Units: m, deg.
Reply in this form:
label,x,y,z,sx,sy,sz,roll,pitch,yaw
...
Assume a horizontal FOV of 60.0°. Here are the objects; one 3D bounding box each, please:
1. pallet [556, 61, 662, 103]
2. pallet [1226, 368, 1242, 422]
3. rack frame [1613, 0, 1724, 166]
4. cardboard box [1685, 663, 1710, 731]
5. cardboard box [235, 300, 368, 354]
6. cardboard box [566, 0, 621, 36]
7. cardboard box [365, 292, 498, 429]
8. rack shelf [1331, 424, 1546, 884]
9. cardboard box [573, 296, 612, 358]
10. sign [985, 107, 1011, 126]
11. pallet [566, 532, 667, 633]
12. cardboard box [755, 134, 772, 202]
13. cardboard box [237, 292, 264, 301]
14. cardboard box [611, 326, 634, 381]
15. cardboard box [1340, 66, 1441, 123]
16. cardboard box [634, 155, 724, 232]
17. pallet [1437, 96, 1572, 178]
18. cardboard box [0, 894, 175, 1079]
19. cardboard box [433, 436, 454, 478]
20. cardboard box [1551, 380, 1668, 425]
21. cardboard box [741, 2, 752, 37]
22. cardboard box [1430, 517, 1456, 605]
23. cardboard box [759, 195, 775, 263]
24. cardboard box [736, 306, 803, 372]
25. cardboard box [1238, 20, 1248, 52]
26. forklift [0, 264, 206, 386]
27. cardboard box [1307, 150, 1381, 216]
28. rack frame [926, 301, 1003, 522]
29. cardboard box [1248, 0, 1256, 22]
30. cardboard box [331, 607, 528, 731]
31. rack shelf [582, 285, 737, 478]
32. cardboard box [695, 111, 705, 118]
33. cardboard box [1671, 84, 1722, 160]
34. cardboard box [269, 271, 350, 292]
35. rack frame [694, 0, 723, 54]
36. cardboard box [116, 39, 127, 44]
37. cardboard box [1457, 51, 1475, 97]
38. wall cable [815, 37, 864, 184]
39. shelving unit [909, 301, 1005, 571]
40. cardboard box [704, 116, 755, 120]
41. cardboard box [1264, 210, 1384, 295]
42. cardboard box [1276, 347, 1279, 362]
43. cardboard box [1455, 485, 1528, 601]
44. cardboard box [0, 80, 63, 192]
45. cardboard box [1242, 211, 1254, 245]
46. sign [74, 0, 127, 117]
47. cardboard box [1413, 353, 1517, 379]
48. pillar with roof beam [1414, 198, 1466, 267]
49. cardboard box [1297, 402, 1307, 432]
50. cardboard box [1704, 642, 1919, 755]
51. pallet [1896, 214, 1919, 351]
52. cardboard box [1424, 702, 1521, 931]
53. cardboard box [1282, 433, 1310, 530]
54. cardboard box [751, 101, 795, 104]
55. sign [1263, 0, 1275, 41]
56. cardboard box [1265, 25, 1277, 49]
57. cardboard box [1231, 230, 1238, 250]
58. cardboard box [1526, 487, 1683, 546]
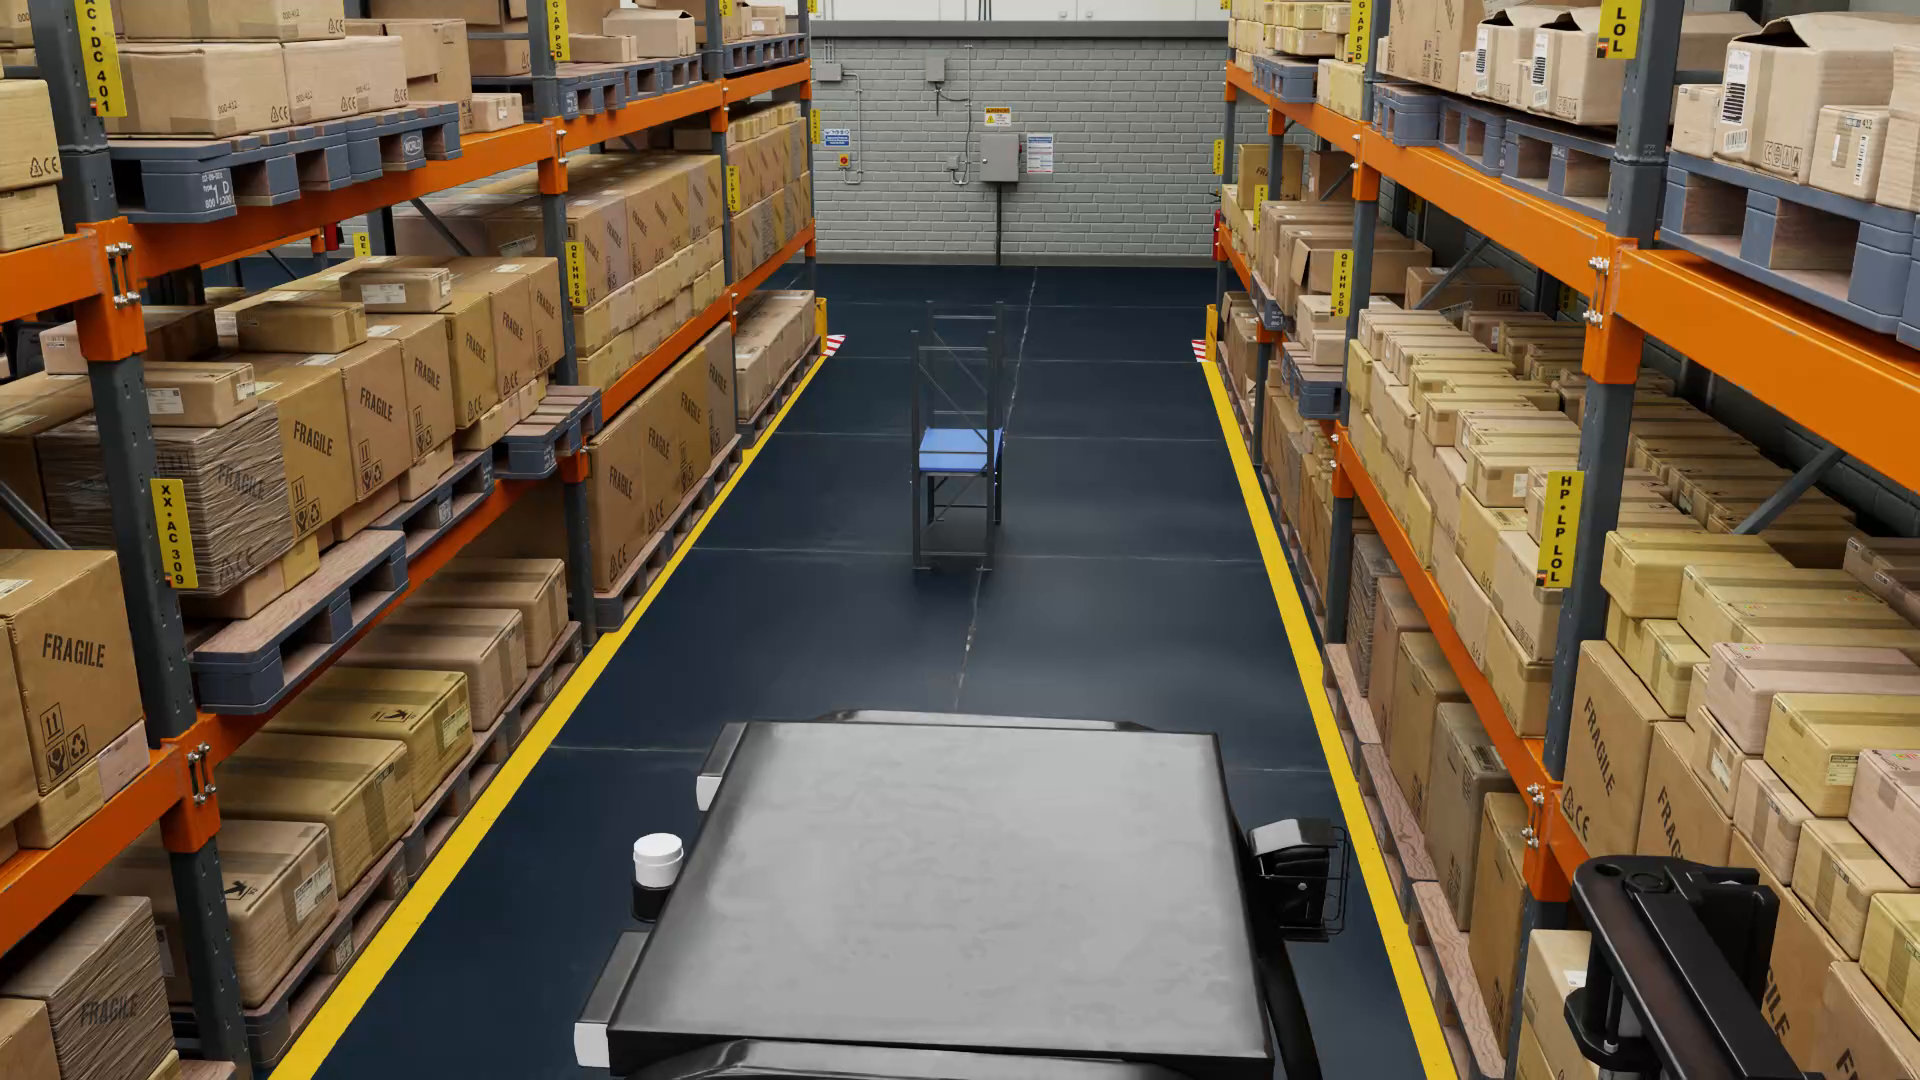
label,x,y,z,sx,sy,sz,roll,pitch,yaw
pallet,-2.441,-2.742,9.960,1.003,0.211,1.213,2,18,6
pallet,2.862,-1.259,14.425,1.003,0.211,1.213,1,18,4
rack frame,2.153,-2.357,3.664,1.000,3.000,0.127,1,18,4
cardboard box,1.860,0.393,3.703,0.380,0.149,0.250,1,18,4
cardboard box,-2.436,-0.790,6.163,0.380,0.149,0.250,2,18,7
cardboard box,-2.577,-3.505,11.152,0.500,0.500,0.500,1,18,3
cardboard box,-2.328,-0.781,7.178,0.500,0.500,0.500,0,18,0
rack shelf,2.296,0.215,6.606,1.077,0.370,4.000,1,18,4
cardboard box,-2.229,-1.176,9.133,0.500,0.250,0.500,1,18,4
sign,0.488,-5.460,21.443,0.339,0.242,0.001,1,18,4
pallet,-2.380,0.224,9.900,1.003,0.211,1.213,1,18,4
cardboard box,-1.858,-3.081,13.742,0.500,0.500,0.500,2,18,5
cardboard box,-6.743,-2.302,16.081,0.380,0.149,0.250,2,18,5
cardboard box,-2.206,-1.093,9.682,0.500,0.250,0.500,1,18,2
cardboard box,2.234,-2.267,8.449,0.500,0.250,0.500,1,18,2
cardboard box,-2.006,-2.478,11.903,0.500,0.500,0.500,2,18,6
pallet,2.403,-1.524,6.242,1.003,0.211,1.213,2,18,6
cardboard box,-2.573,1.325,4.599,0.500,0.500,0.500,1,18,3
cardboard box,-2.332,-0.348,6.897,0.380,0.149,0.250,1,18,2
cardboard box,2.528,-0.521,6.494,0.380,0.149,0.250,2,18,5
cardboard box,-2.095,-4.509,14.357,0.500,0.311,0.500,2,18,5
cardboard box,2.025,0.093,6.062,0.500,0.250,0.500,1,18,4
cardboard box,-1.848,-2.598,13.874,0.500,0.500,0.500,1,18,4
cardboard box,-1.943,-1.833,15.140,0.875,0.438,0.875,2,18,5
cardboard box,2.644,-4.280,14.113,0.500,0.250,0.500,1,18,2
forklift,-4.936,-1.000,9.268,1.130,2.935,3.031,2,18,5
cardboard box,3.099,-2.874,13.434,0.500,0.500,0.500,1,18,2
rack frame,0.030,-0.844,11.090,0.500,1.500,0.032,1,18,4
cardboard box,2.627,-4.361,13.559,0.500,0.250,0.500,2,18,5
cardboard box,-2.607,0.596,7.833,0.950,0.372,0.625,1,18,3
rack shelf,-2.368,-1.137,10.732,1.077,0.370,4.000,1,18,4
cardboard box,-2.393,-3.589,14.250,0.380,0.149,0.250,1,18,3
cardboard box,1.818,-0.926,3.684,0.380,0.149,0.250,2,18,5
cardboard box,-2.805,-0.950,7.691,0.500,0.500,0.500,2,18,7
rack frame,-2.225,-4.951,11.581,1.000,3.000,0.127,1,18,4
cardboard box,-2.859,-1.511,5.466,0.500,0.250,0.500,2,18,5
cardboard box,1.984,-1.647,5.883,0.380,0.149,0.250,1,18,3
wall cable,-1.557,-5.592,21.490,0.585,1.953,0.123,1,18,4
shelving unit,-0.006,-0.686,10.609,0.538,1.500,1.048,1,18,4
cardboard box,-1.902,-3.421,13.739,0.380,0.149,0.250,1,18,4
cardboard box,2.432,-1.932,11.166,0.700,0.500,0.500,1,18,5
cardboard box,2.496,-1.345,12.031,0.380,0.149,0.250,1,18,3
cardboard box,1.963,0.010,5.514,0.500,0.250,0.500,1,18,2
cardboard box,-2.561,-0.967,4.004,0.500,0.250,0.500,1,18,3
cardboard box,2.590,-2.535,13.605,0.500,0.250,0.500,1,18,4
sign,-2.256,-1.277,4.355,0.100,0.325,0.005,1,18,4
cardboard box,2.118,-0.688,7.003,0.380,0.149,0.250,1,18,5
pillar with roof beam,-0.618,-5.134,12.138,9.100,9.000,0.400,1,18,4
cardboard box,2.404,-0.798,10.840,0.380,0.149,0.250,2,18,6
cardboard box,1.775,0.330,3.420,0.380,0.149,0.250,2,18,5
pallet,2.028,-0.246,2.181,1.003,0.211,1.213,1,18,4
cardboard box,2.243,1.020,6.133,0.875,0.625,0.625,1,18,3
cardboard box,2.356,-0.376,10.592,0.500,0.500,0.500,1,18,2
cardboard box,-1.764,-4.057,15.681,0.380,0.149,0.250,2,18,5
sign,2.185,-3.671,11.663,0.100,0.325,0.005,1,18,4
cardboard box,2.255,-3.380,11.173,0.380,0.149,0.250,1,18,5
cardboard box,2.574,-2.619,14.501,0.380,0.149,0.250,1,18,2
cardboard box,1.957,-0.053,5.066,0.380,0.149,0.250,1,18,3
